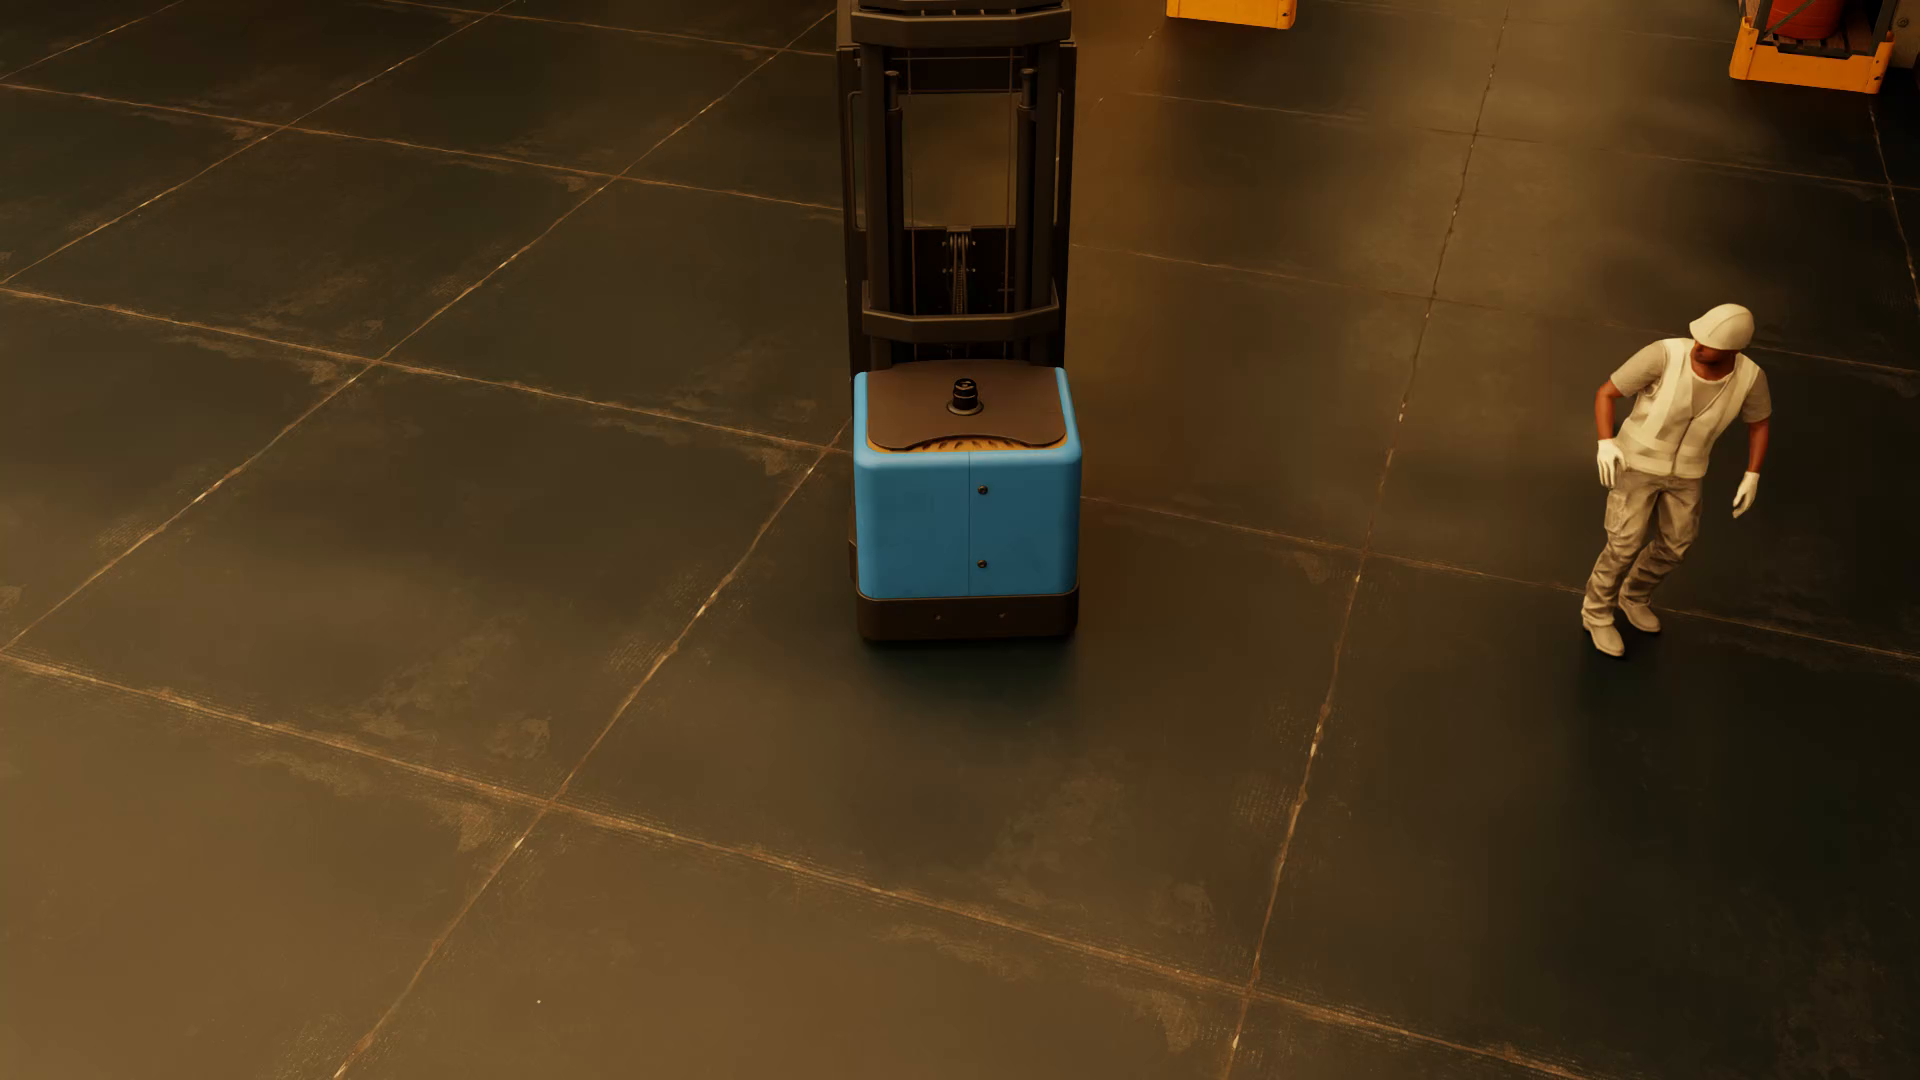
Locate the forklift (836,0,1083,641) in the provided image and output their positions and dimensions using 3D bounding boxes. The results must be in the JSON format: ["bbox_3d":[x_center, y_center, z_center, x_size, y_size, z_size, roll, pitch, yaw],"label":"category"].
[{"bbox_3d":[-0.029,-1.547,8.293,1.130,2.935,3.031,-2,35,-2],"label":"forklift"}]

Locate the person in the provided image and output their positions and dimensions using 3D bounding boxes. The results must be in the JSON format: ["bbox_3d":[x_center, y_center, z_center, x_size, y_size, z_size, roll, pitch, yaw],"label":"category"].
[{"bbox_3d":[3.249,-0.288,7.546,0.763,1.746,0.515,0,35,0],"label":"person"}]
